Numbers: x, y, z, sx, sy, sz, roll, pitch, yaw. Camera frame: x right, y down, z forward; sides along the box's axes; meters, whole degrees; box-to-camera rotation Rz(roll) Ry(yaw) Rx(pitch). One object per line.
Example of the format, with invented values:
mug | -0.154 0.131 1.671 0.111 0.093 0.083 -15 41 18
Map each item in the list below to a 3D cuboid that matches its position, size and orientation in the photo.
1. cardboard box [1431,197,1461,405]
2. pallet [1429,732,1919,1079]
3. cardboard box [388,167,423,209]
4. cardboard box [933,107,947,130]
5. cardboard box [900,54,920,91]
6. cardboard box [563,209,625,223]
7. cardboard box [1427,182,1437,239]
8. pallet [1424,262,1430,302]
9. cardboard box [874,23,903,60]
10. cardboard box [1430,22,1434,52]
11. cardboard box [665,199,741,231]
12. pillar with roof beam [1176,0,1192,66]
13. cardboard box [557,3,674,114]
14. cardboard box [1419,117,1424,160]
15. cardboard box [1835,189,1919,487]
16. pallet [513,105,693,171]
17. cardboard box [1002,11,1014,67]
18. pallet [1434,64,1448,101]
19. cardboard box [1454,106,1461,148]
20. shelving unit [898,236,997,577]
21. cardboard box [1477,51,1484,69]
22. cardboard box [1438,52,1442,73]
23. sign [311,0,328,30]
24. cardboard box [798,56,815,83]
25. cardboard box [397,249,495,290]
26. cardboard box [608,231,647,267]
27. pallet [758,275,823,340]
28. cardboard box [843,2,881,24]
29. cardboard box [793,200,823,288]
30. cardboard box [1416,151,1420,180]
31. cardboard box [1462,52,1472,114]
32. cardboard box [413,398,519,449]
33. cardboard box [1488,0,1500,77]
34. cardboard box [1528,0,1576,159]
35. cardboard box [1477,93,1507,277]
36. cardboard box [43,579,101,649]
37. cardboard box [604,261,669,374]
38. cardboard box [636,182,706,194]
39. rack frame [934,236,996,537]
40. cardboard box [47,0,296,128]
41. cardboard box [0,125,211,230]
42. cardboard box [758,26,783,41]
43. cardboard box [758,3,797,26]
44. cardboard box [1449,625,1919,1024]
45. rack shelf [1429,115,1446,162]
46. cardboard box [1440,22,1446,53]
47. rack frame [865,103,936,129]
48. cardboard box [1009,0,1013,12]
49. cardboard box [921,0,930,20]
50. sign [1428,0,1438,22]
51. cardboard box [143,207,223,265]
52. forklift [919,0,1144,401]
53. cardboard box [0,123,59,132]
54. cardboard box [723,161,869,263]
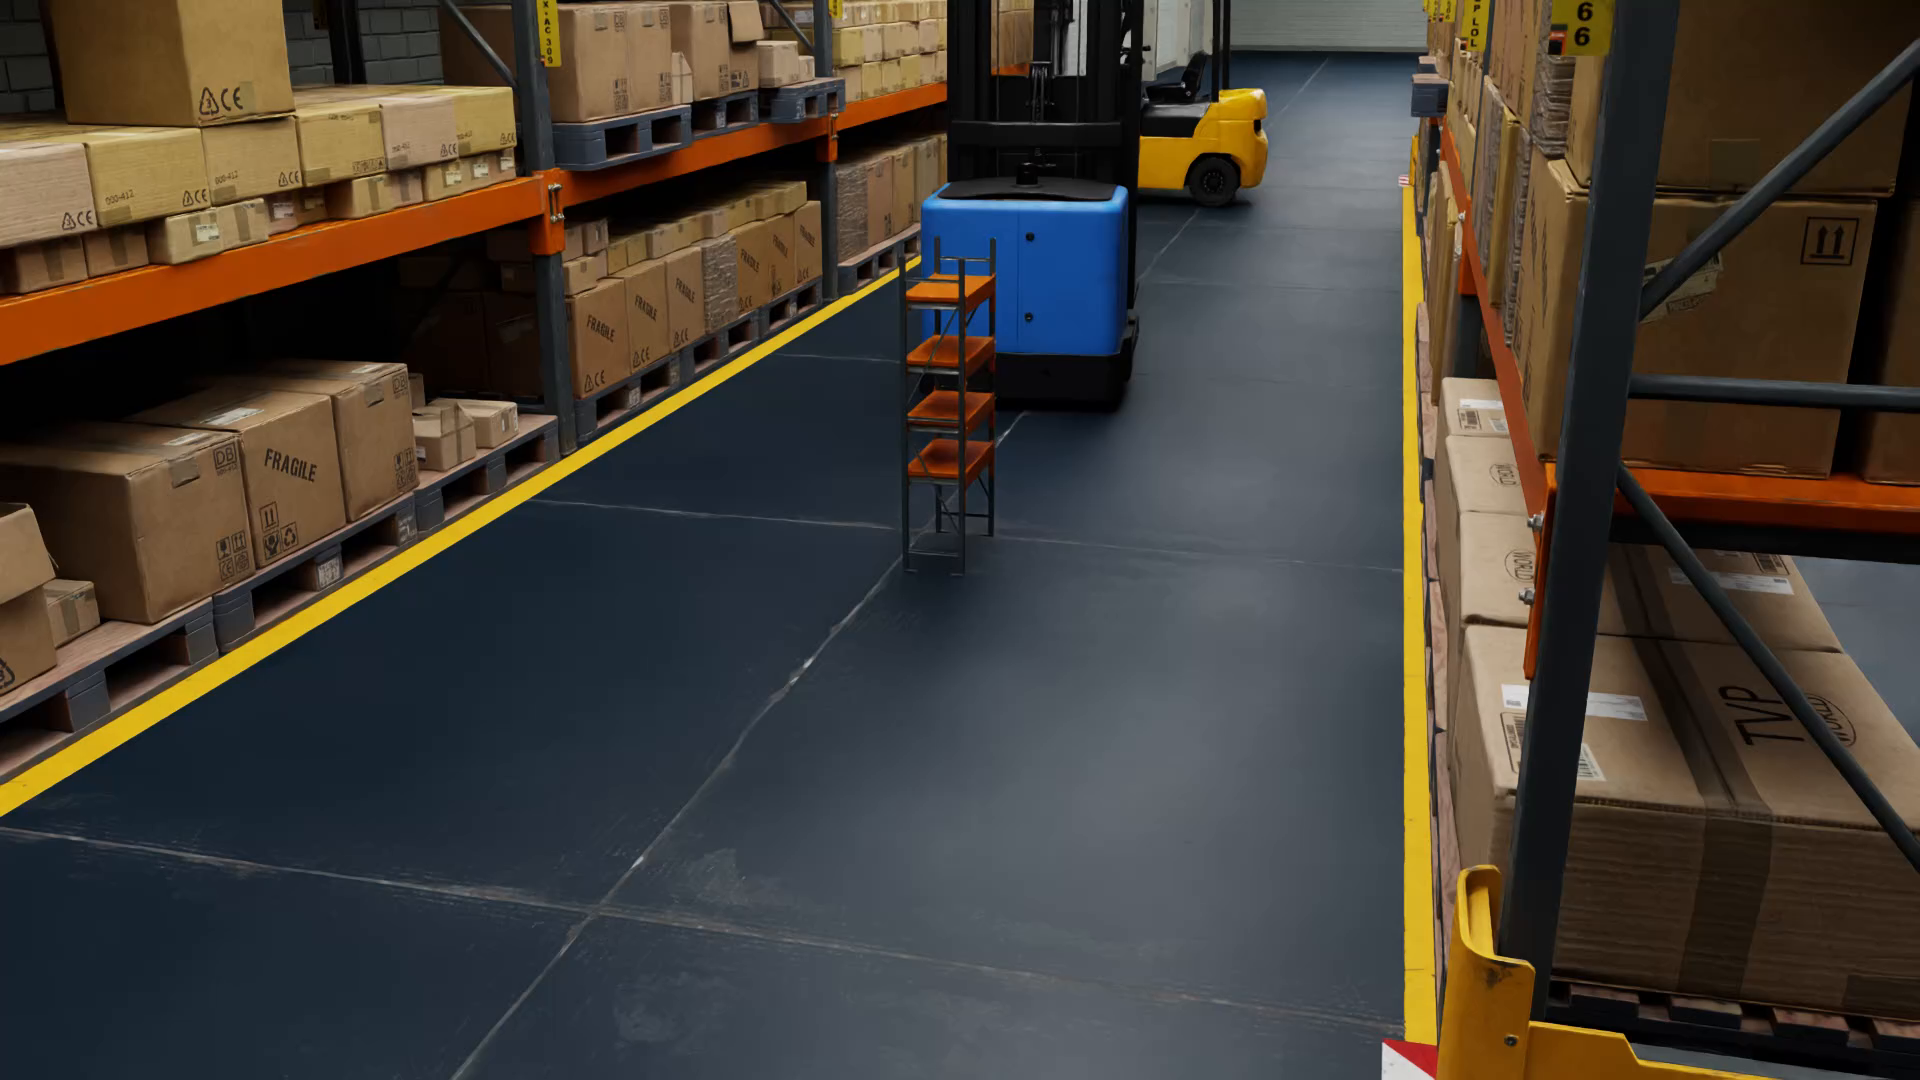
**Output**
cardboard box | 2.777 -1.151 8.053 0.875 0.875 0.875 5 20 15
pallet | 1.632 0.843 3.892 1.003 0.211 1.213 5 19 13
cardboard box | -2.330 -1.378 6.471 0.380 0.149 0.250 5 20 15
cardboard box | 0.053 -3.869 15.431 0.500 0.250 0.500 4 19 13
cardboard box | -0.626 -3.648 12.960 0.500 0.250 0.500 5 20 15
cardboard box | -2.148 -1.811 9.562 0.380 0.149 0.250 4 19 11
cardboard box | 4.147 -2.546 12.915 0.950 0.372 0.625 6 20 17
pallet | 3.660 -1.652 11.198 1.003 0.211 1.213 5 19 13
cardboard box | -0.732 -3.723 12.404 0.500 0.250 0.500 4 19 12
cardboard box | 4.674 -4.813 15.524 0.500 0.500 0.500 4 19 12
cardboard box | -1.534 -1.941 9.944 0.380 0.149 0.250 4 19 13
pillar with roof beam | 9.602 -15.499 38.143 9.100 9.000 0.400 5 19 13
cardboard box | -1.862 -2.406 8.287 0.700 0.500 0.500 5 19 14
cardboard box | 4.698 -3.927 15.989 0.500 0.500 0.500 5 19 14
cardboard box | 1.909 -0.394 3.047 0.500 0.500 0.500 5 19 13
pallet | -2.023 -2.015 8.243 1.003 0.211 1.213 5 19 13
cardboard box | 0.226 -4.861 16.122 0.500 0.500 0.500 4 19 13
pallet | 3.911 -3.260 11.887 1.003 0.211 1.213 5 19 13
cardboard box | 2.862 -2.196 8.708 0.500 0.250 0.500 5 20 15
shelving unit | -0.040 -0.516 6.342 0.258 1.200 0.503 5 19 13
cardboard box | 2.356 -2.153 6.650 0.500 0.500 0.500 5 20 15
cardboard box | 3.402 -3.179 11.092 0.380 0.149 0.250 4 19 11
sign | -2.863 -2.455 7.442 0.100 0.325 0.005 5 19 13
cardboard box | -1.135 -2.961 10.456 0.380 0.149 0.250 5 19 14
cardboard box | -2.514 -1.325 8.140 0.380 0.149 0.250 4 19 11
cardboard box | -1.880 -1.539 8.768 0.380 0.149 0.250 4 19 12
pallet | -1.566 -1.567 10.949 1.003 0.211 1.213 5 19 13
cardboard box | -0.797 -3.879 12.245 0.380 0.149 0.250 5 19 14
cardboard box | -1.242 -1.984 11.073 0.500 0.500 0.500 5 20 15
cardboard box | 4.825 -3.741 16.605 0.500 0.250 0.500 5 20 15
cardboard box | 2.598 -2.116 7.701 0.500 0.250 0.500 5 20 15
cardboard box | -2.175 -0.516 7.318 0.380 0.149 0.250 4 19 12
cardboard box | 2.139 -1.863 5.801 0.500 0.500 0.500 5 19 14
cardboard box | 1.499 -1.076 3.495 0.500 0.500 0.500 5 19 14
cardboard box | 1.867 -1.081 5.058 0.500 0.500 0.500 5 19 14
cardboard box | -2.918 0.226 5.147 0.380 0.149 0.250 4 19 11
cardboard box | -1.867 -1.181 8.723 0.500 0.500 0.500 4 19 13
cardboard box | -1.867 -2.220 10.762 0.380 0.149 0.250 5 20 15
rack frame | 0.019 -0.592 6.566 0.240 1.200 0.015 5 19 13
cardboard box | -2.563 -1.626 5.419 0.500 0.500 0.500 5 20 15
cardboard box | -2.686 -1.118 5.092 0.500 0.250 0.500 4 19 12
cardboard box | -1.506 -3.446 11.594 0.500 0.250 0.500 5 20 15
cardboard box | -1.385 -3.757 11.888 0.380 0.149 0.250 5 19 13
cardboard box | 1.577 0.580 3.664 0.875 0.438 0.875 4 19 12
rack shelf | 3.956 -3.013 11.982 1.077 0.370 4.000 5 19 13
cardboard box | 3.425 -3.441 10.857 0.500 0.500 0.500 4 19 13
rack frame | -0.369 -4.371 14.845 1.000 3.000 0.127 5 19 13
cardboard box | 0.304 -5.204 16.124 0.380 0.149 0.250 4 19 12
cardboard box | -0.454 -4.276 13.408 0.380 0.149 0.250 4 19 12
sign | 3.917 -4.431 13.679 0.100 0.325 0.005 5 19 13
cardboard box | -2.592 -0.973 5.283 0.380 0.149 0.250 4 19 12
forklift | 0.506 -2.536 9.579 1.130 2.935 3.031 3 19 8
cardboard box | -3.193 -1.161 5.219 0.500 0.250 0.500 5 20 15
cardboard box | -1.181 -2.387 12.060 0.875 0.625 0.625 5 20 15
